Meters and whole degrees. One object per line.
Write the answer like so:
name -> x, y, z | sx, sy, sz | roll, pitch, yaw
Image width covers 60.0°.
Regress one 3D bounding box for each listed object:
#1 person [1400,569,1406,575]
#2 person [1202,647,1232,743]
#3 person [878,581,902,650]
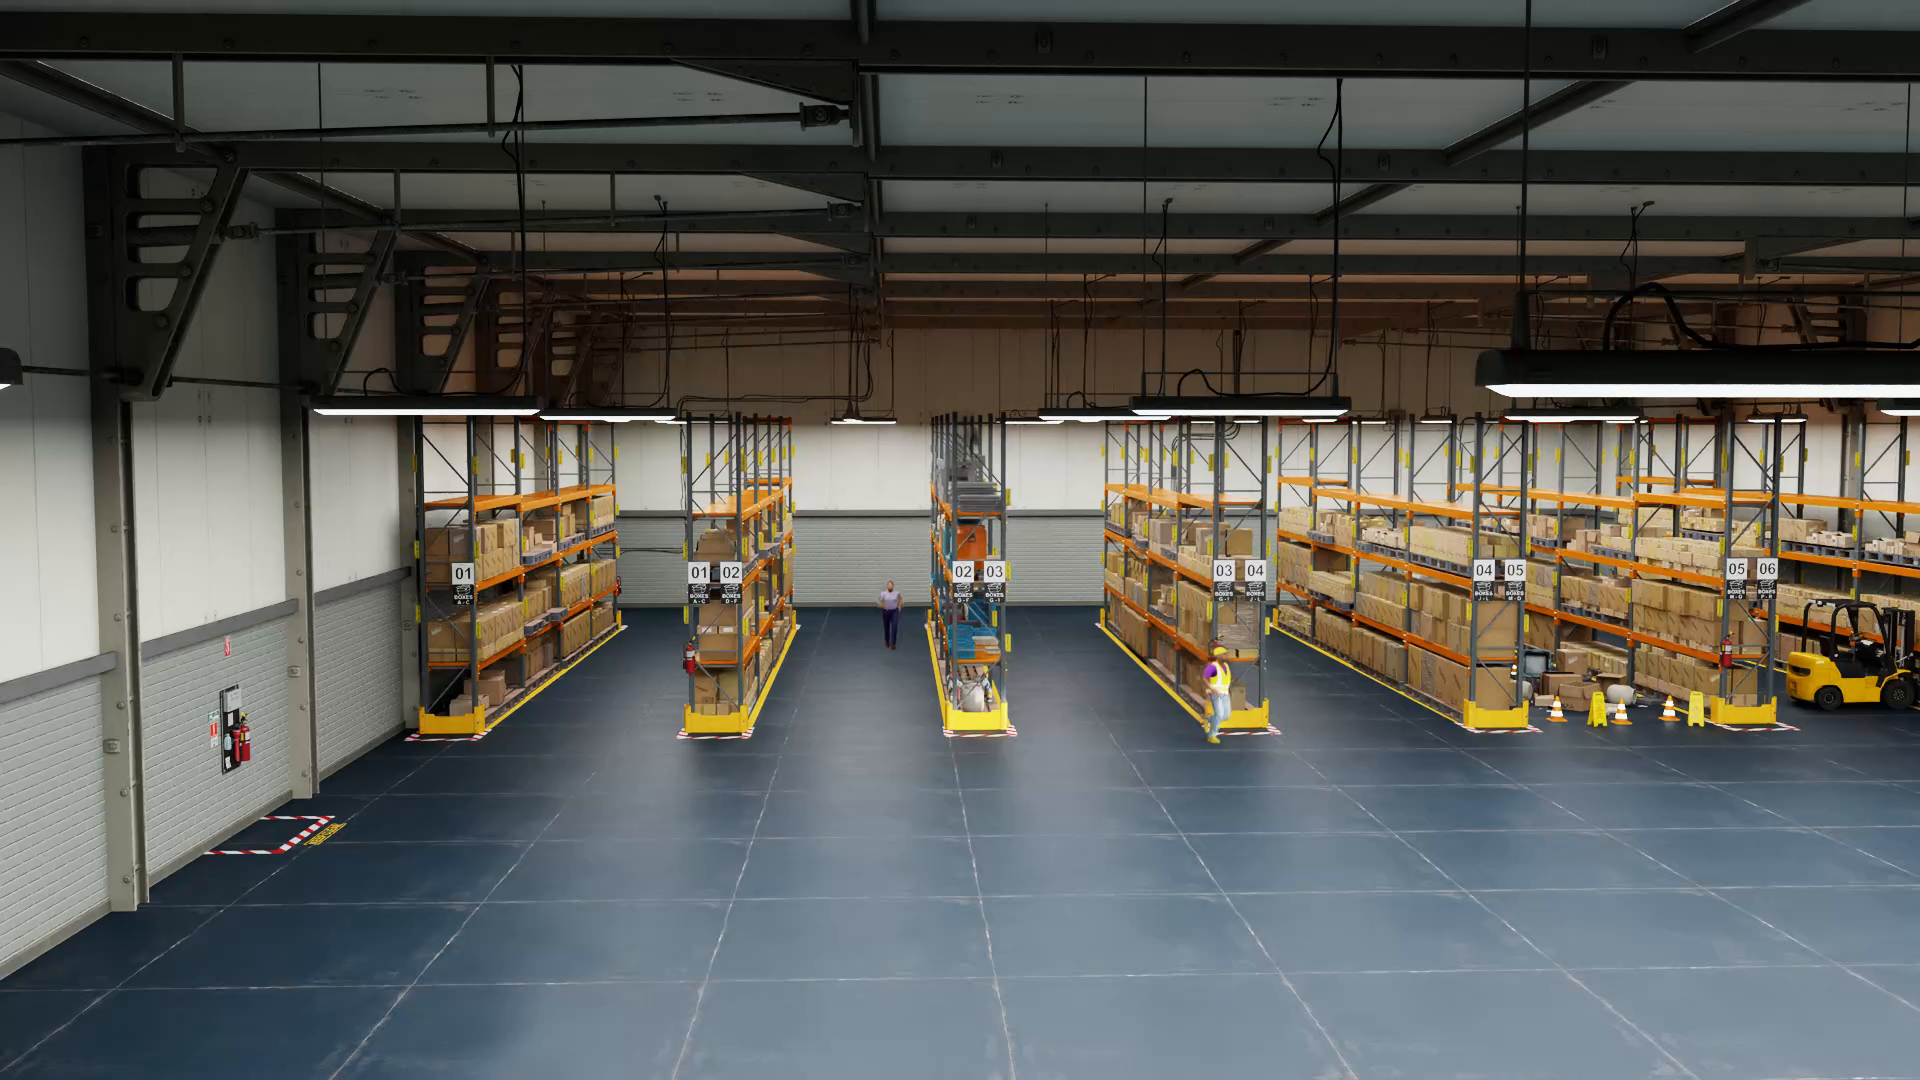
person -> 13.174, 1.534, 49.306 | 0.735, 1.653, 0.604 | 1, 4, 7
person -> 4.697, 2.809, 30.373 | 0.735, 1.713, 0.555 | -4, 5, -43
person -> -1.710, 1.843, 40.864 | 0.613, 1.653, 0.833 | 0, 4, -6
